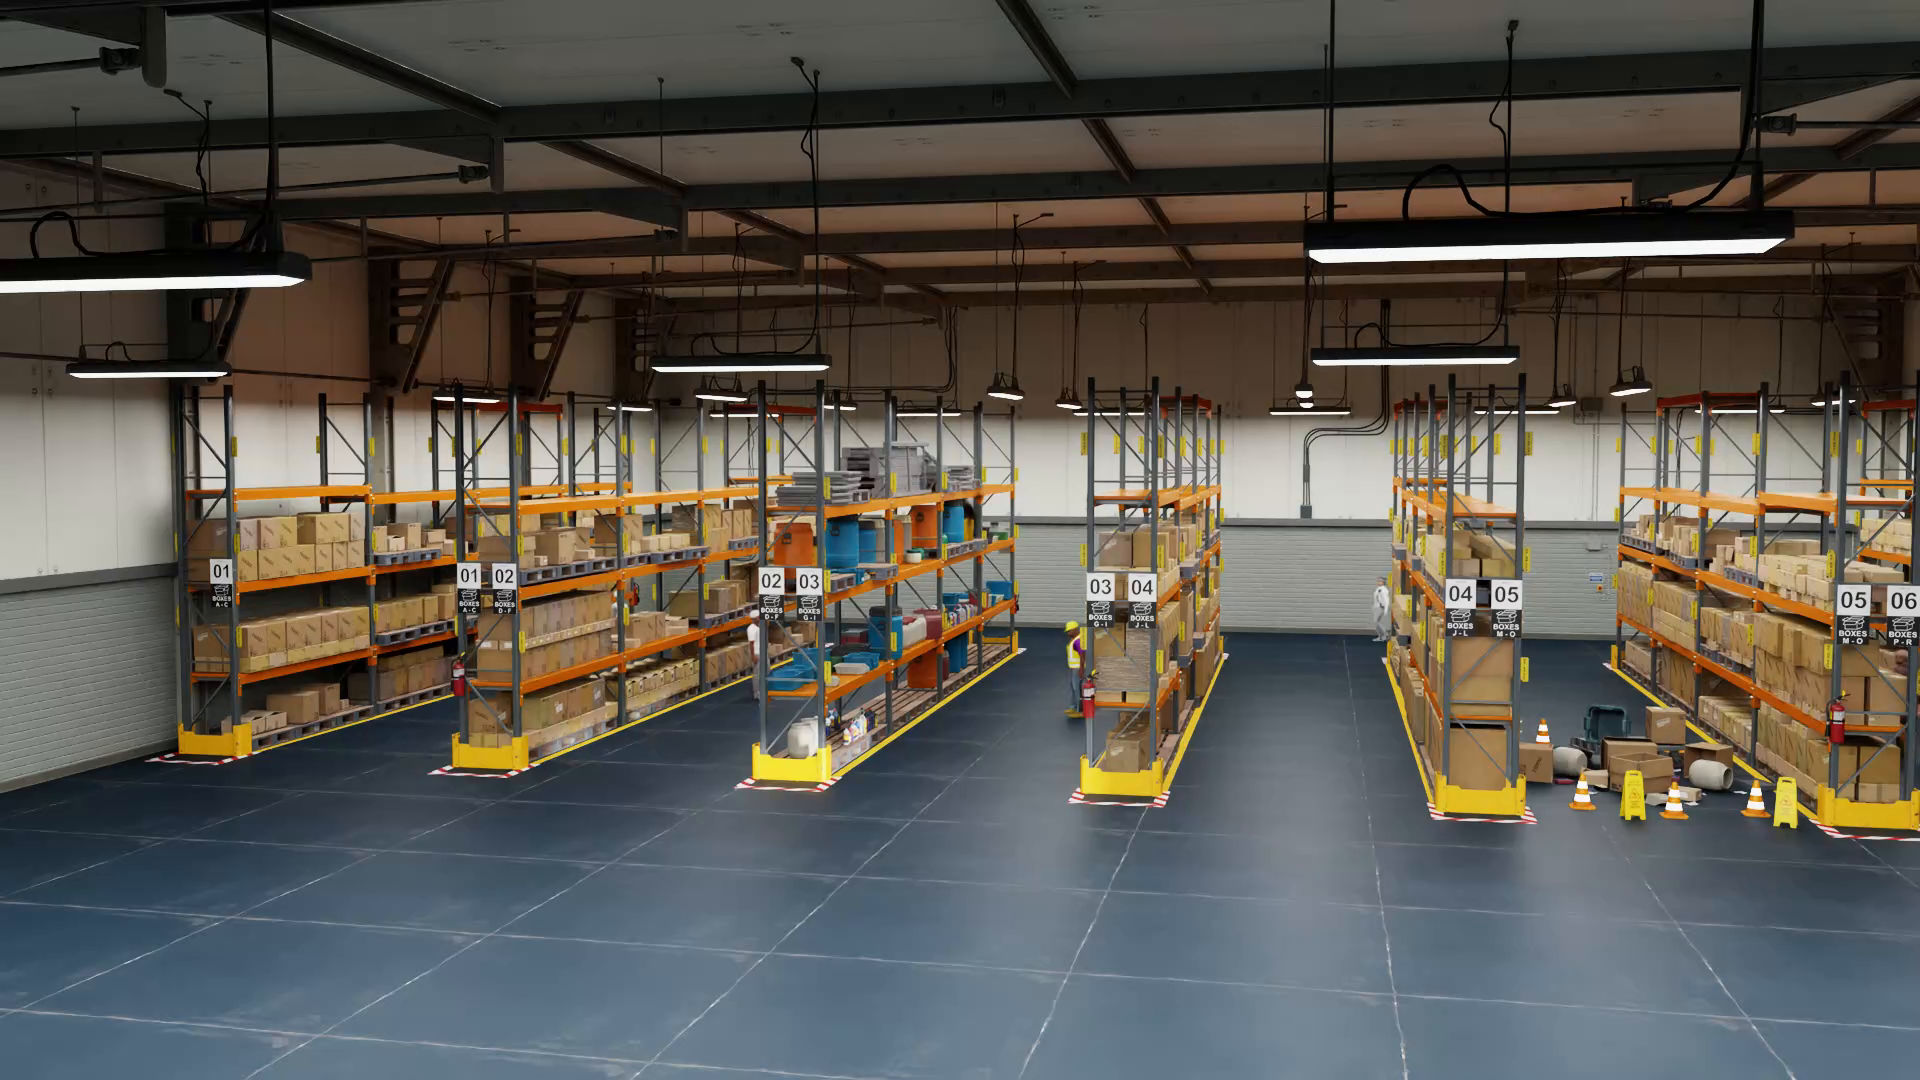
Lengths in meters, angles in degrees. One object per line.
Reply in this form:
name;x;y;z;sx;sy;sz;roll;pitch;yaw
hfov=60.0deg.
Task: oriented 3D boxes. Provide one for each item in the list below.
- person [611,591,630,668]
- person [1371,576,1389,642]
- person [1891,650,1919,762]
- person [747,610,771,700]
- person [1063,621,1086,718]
person;-7.607;2.022;37.434;0.594;1.793;0.498;-3;4;-39
person;10.739;1.767;42.610;0.418;1.693;0.502;0;3;-4
person;14.900;2.644;26.305;0.644;1.829;0.652;0;3;7
person;-3.999;2.281;33.113;0.471;1.787;0.643;1;3;21
person;2.130;2.385;30.921;0.414;1.764;0.623;0;3;-6
